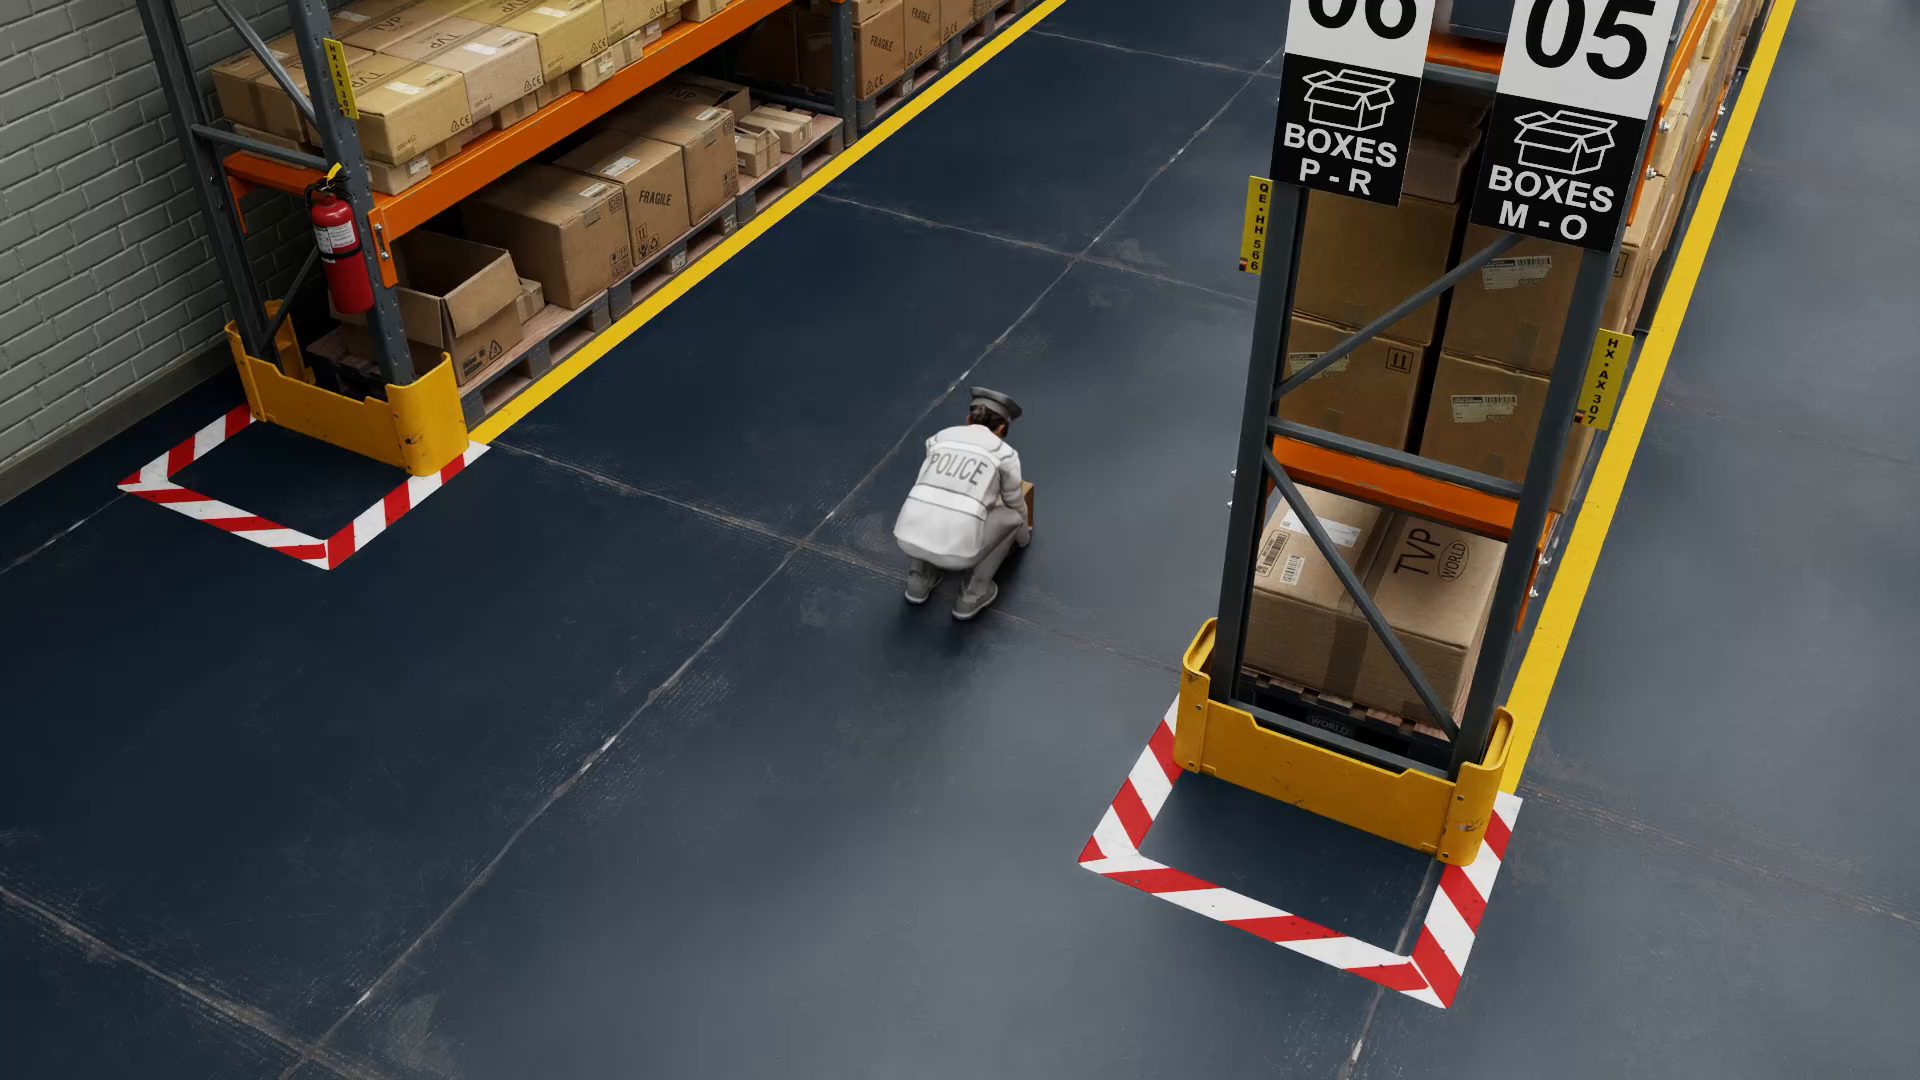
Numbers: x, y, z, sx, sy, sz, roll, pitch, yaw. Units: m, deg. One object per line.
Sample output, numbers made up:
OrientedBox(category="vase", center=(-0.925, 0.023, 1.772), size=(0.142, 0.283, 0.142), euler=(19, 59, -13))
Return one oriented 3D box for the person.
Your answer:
OrientedBox(category="person", center=(0.029, -0.140, 7.094), size=(0.465, 0.823, 0.898), euler=(17, 41, 20))
